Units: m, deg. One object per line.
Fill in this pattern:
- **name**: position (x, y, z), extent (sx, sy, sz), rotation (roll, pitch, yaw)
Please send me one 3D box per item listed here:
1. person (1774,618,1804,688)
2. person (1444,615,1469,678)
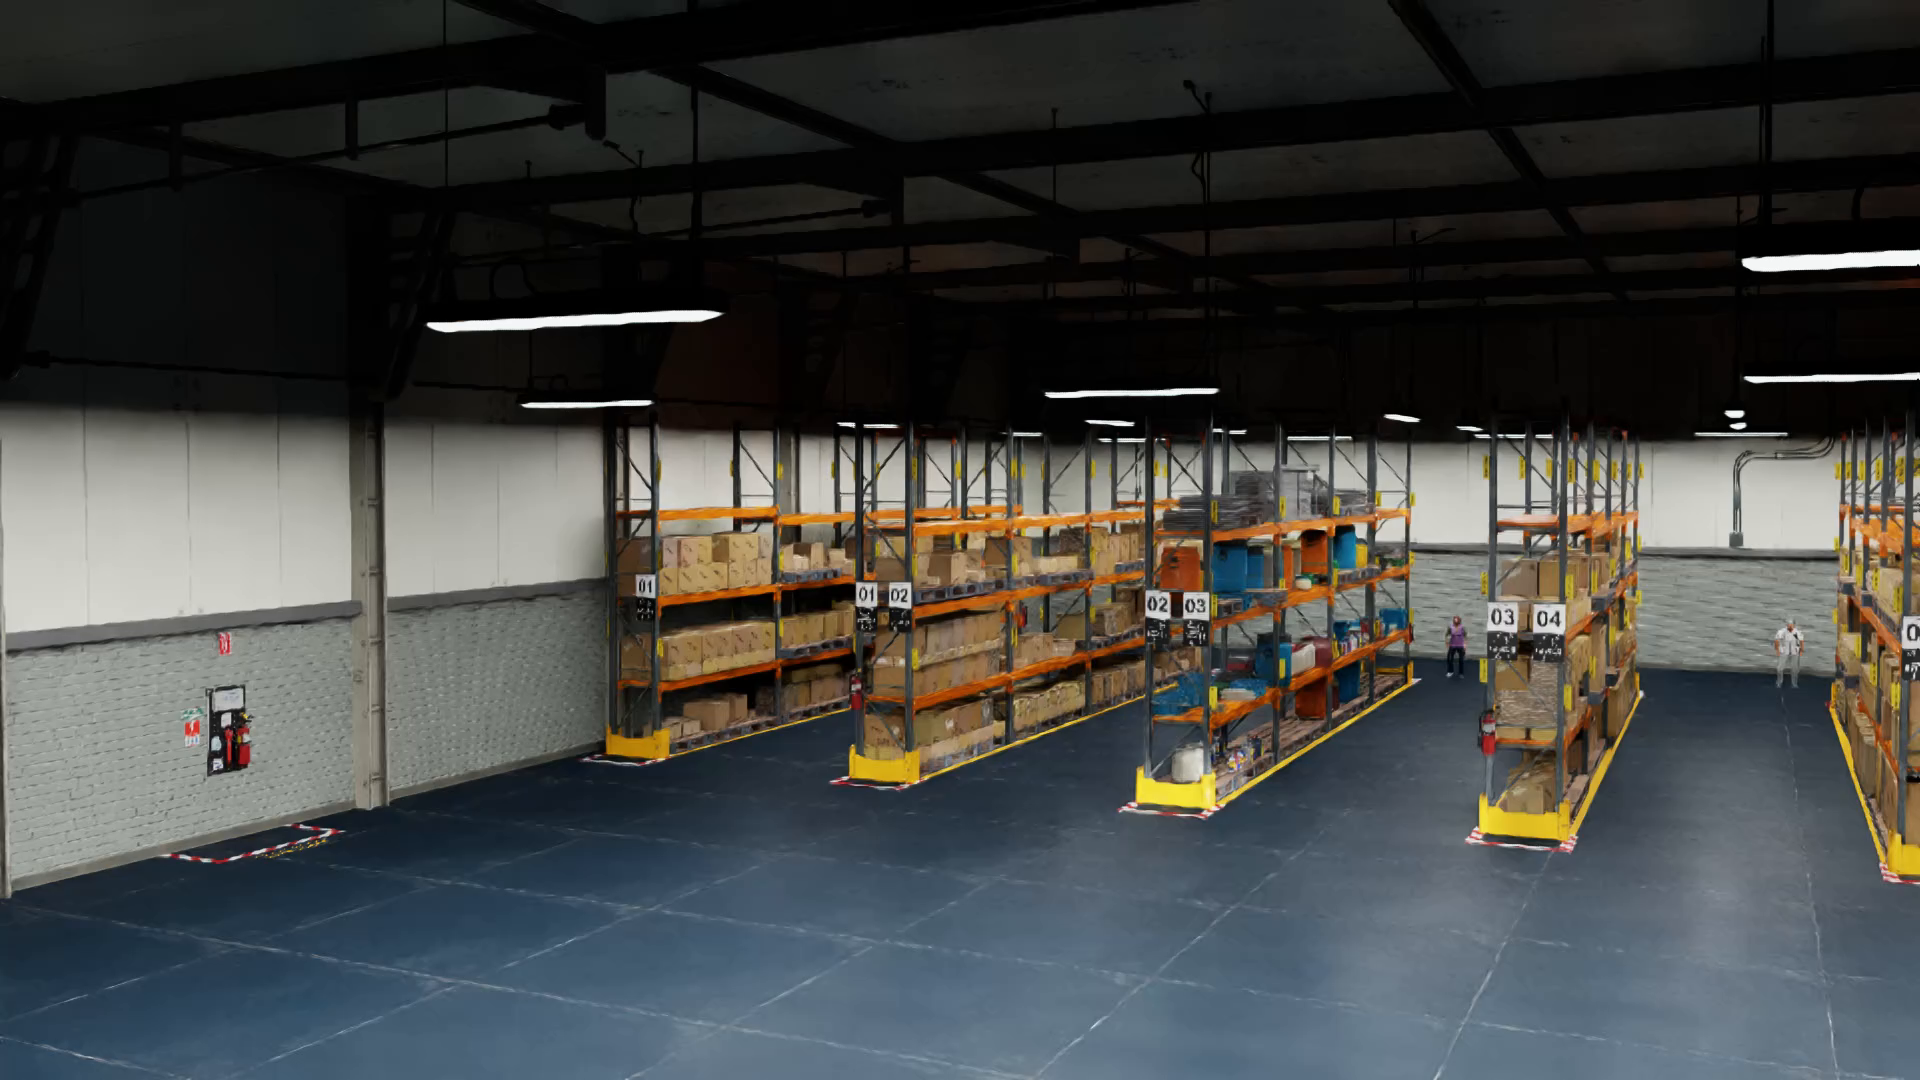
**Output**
- **person**: position (19.074, 2.597, 38.254), extent (0.625, 1.611, 0.582), rotation (1, 3, 24)
- **person**: position (11.939, 2.557, 39.992), extent (0.566, 1.541, 0.519), rotation (1, 3, 22)
